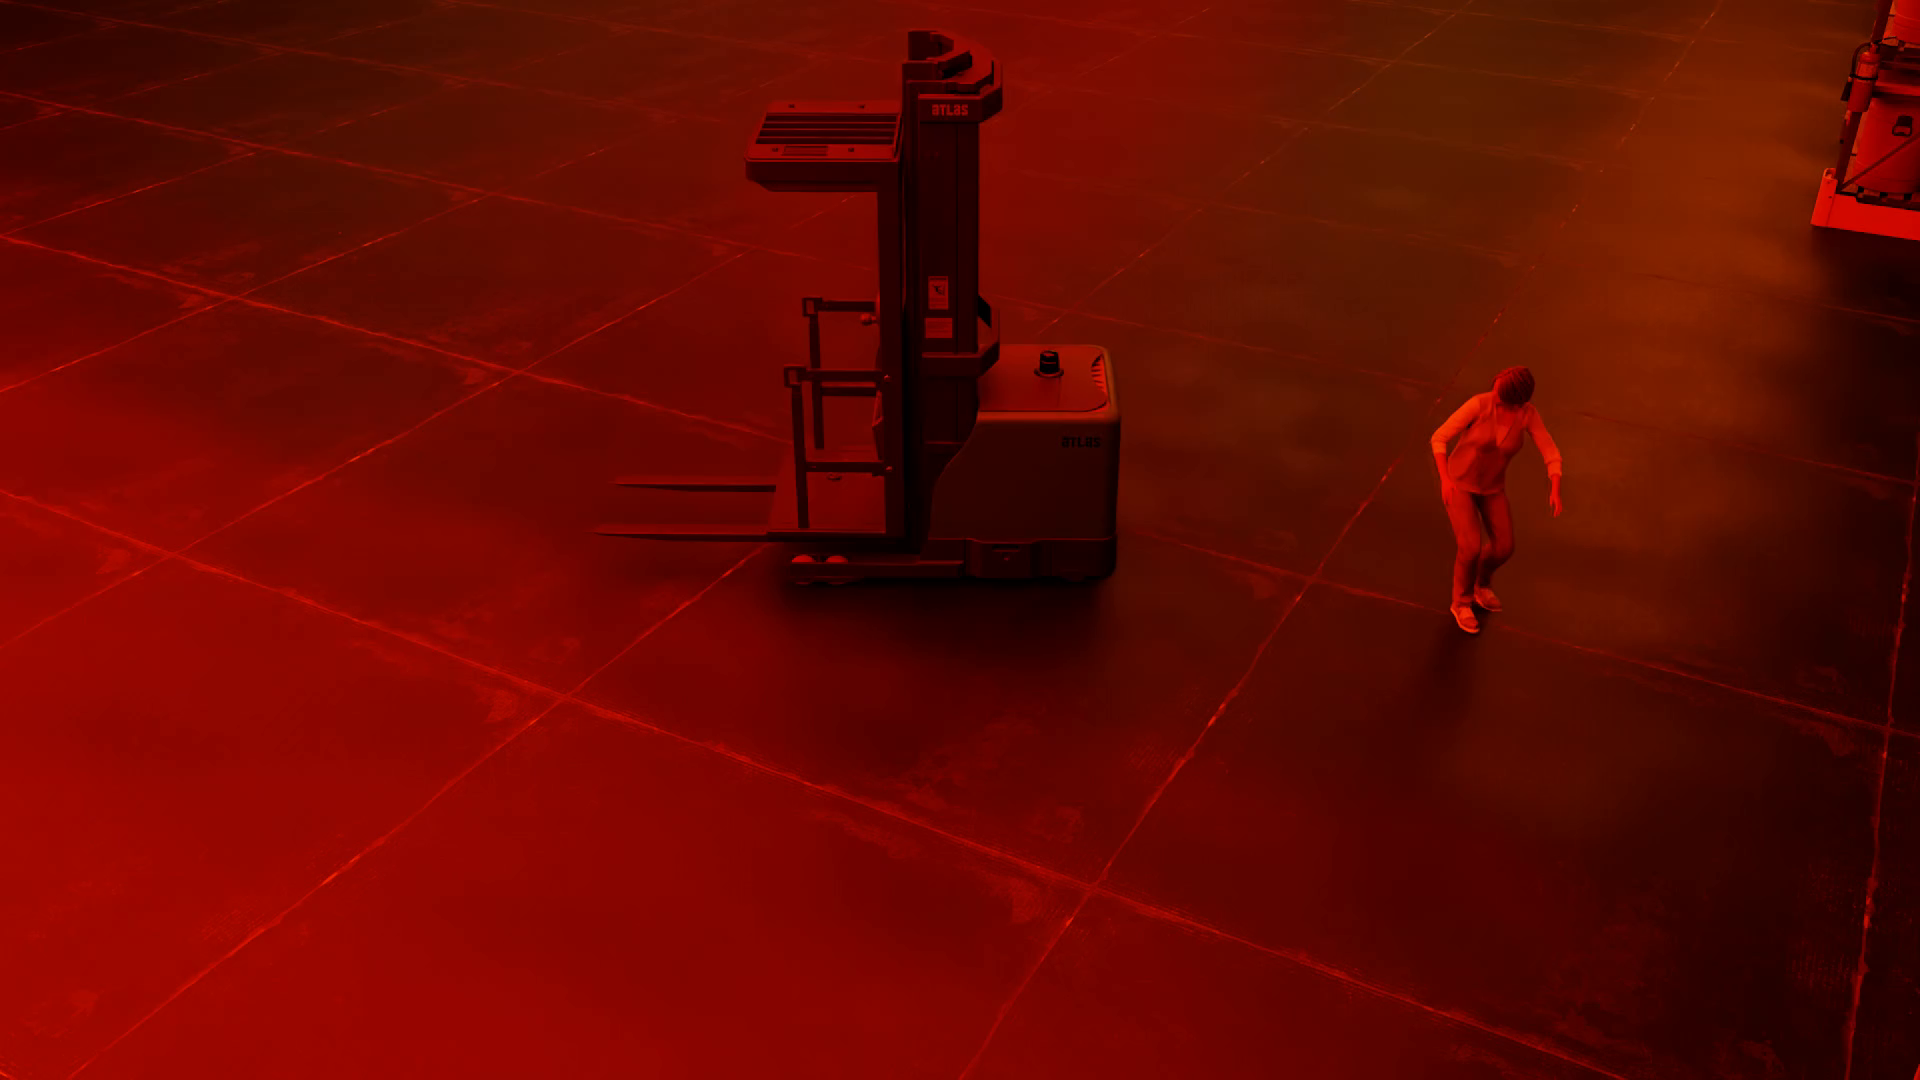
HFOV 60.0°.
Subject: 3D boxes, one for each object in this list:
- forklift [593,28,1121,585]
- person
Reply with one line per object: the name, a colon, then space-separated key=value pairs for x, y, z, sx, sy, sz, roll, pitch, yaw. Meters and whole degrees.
forklift: x=-0.610 y=-1.275 z=9.279 sx=3.031 sy=2.935 sz=1.130 roll=0 pitch=30 yaw=1
person: x=2.843 y=-0.211 z=8.874 sx=0.658 sy=1.526 sz=0.626 roll=-4 pitch=30 yaw=-7
